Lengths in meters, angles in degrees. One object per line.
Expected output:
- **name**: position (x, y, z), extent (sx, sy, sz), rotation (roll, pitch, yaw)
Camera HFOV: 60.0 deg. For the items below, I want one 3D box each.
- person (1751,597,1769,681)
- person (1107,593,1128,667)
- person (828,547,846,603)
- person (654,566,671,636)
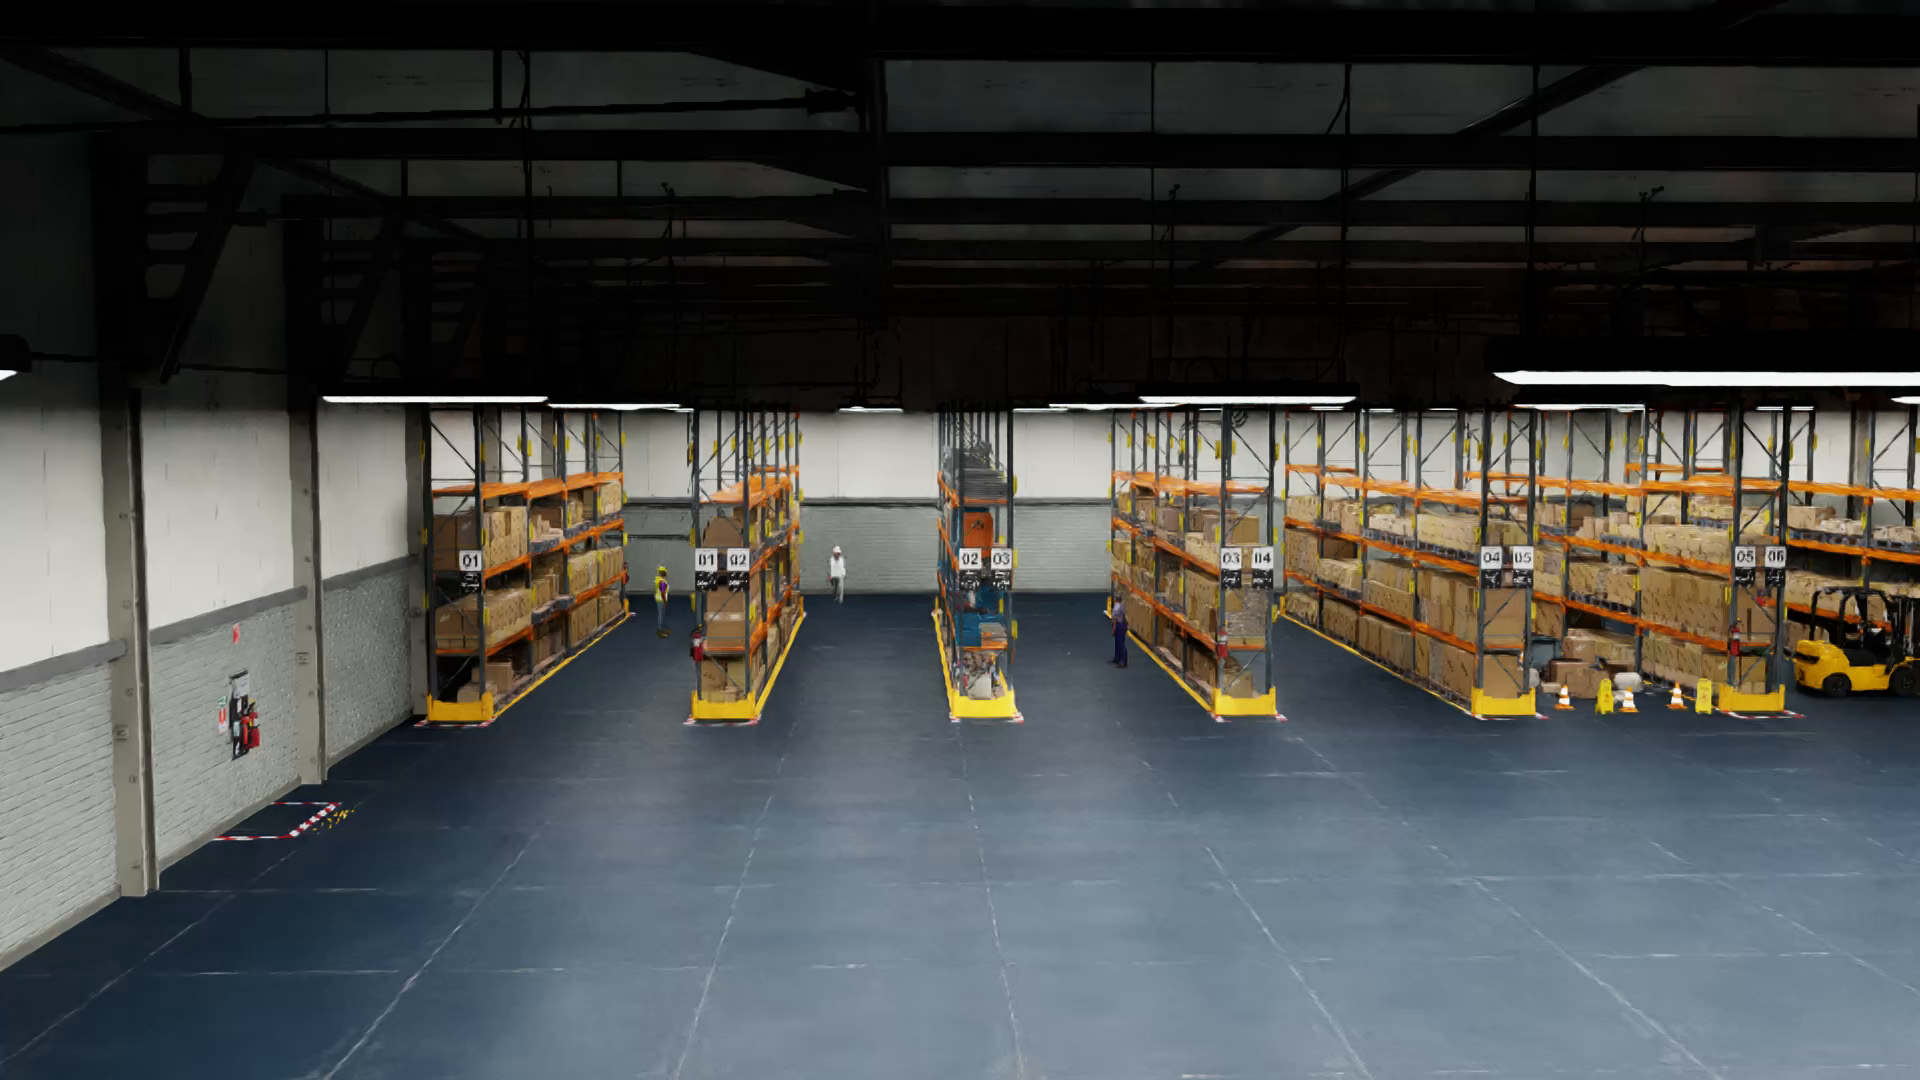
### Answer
- **person**: position (17.053, 2.109, 35.653), extent (0.577, 1.784, 0.655), rotation (2, 5, 29)
- **person**: position (3.586, 2.021, 37.797), extent (0.563, 1.639, 0.596), rotation (2, 5, 23)
- **person**: position (-3.731, 1.041, 50.361), extent (0.543, 1.700, 1.115), rotation (0, 4, 0)
- **person**: position (-7.658, 1.564, 42.960), extent (0.464, 1.763, 0.645), rotation (-2, 5, -23)
